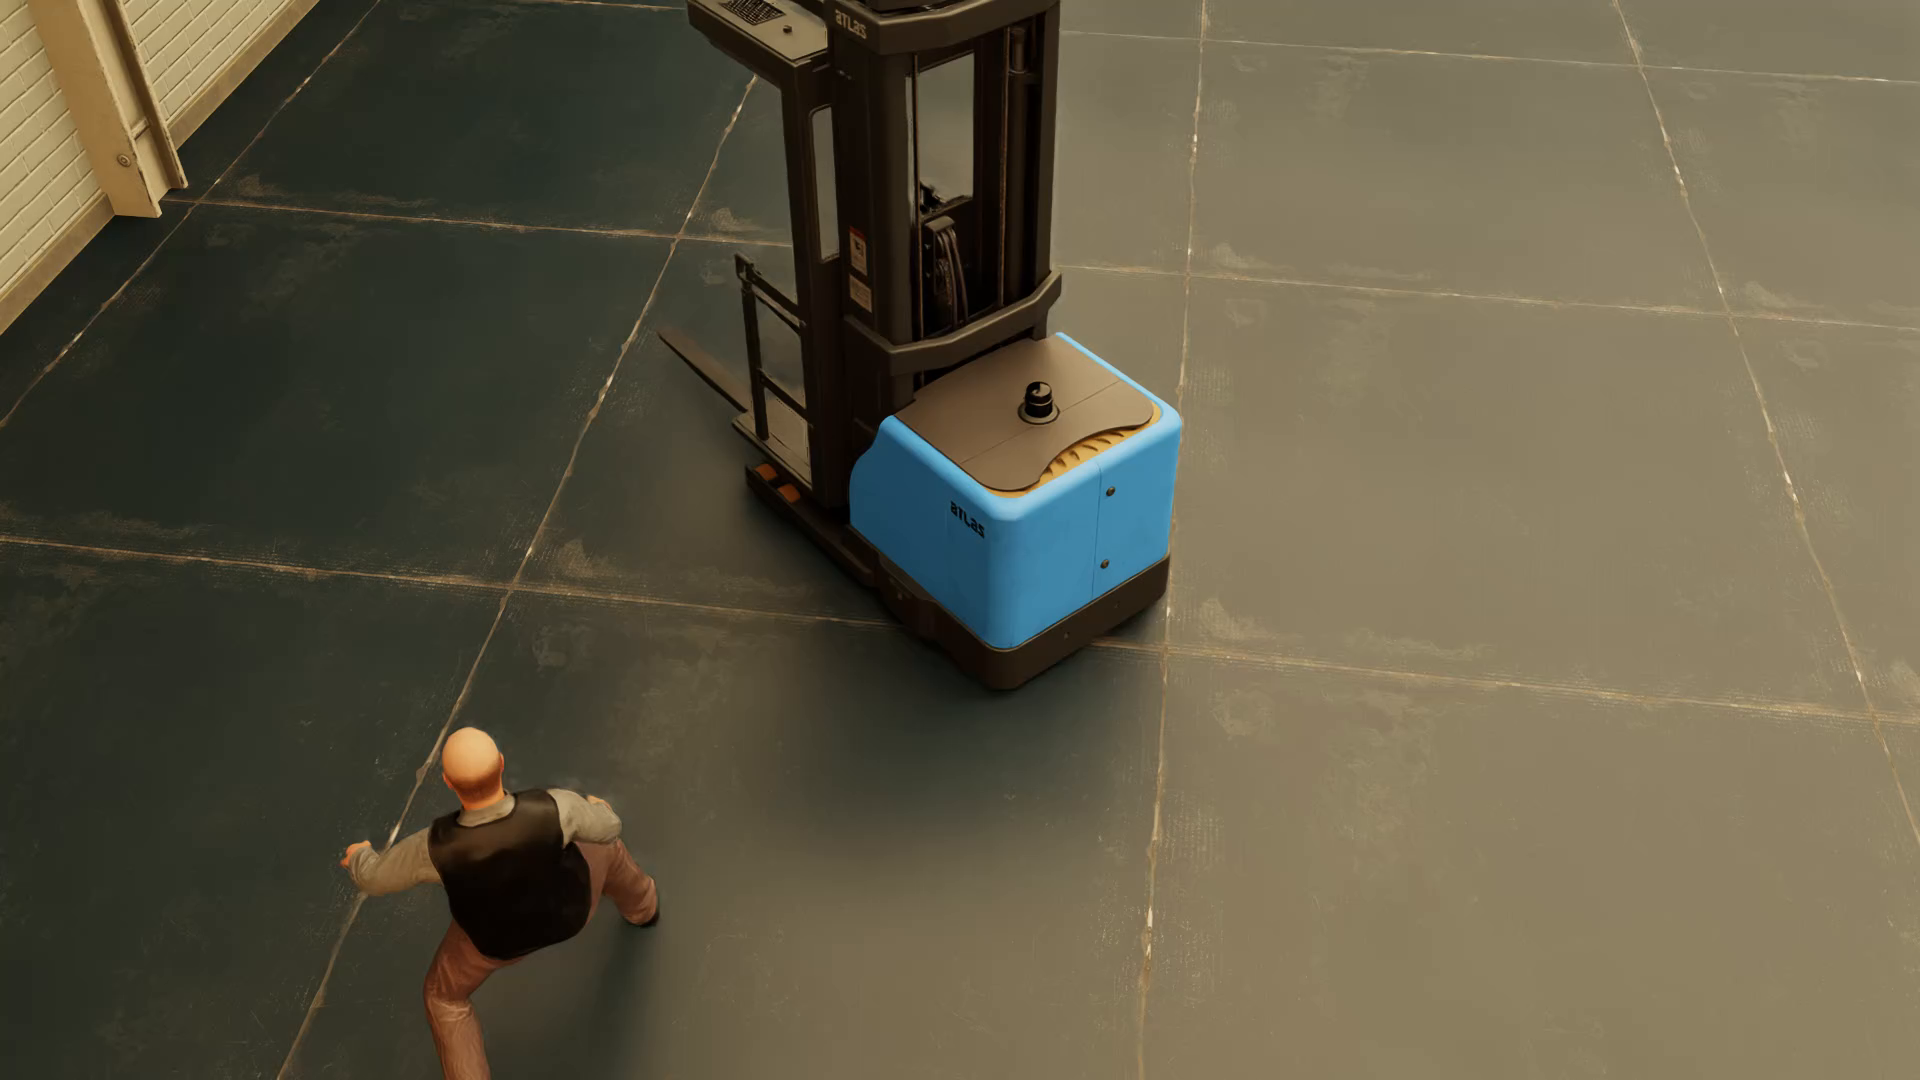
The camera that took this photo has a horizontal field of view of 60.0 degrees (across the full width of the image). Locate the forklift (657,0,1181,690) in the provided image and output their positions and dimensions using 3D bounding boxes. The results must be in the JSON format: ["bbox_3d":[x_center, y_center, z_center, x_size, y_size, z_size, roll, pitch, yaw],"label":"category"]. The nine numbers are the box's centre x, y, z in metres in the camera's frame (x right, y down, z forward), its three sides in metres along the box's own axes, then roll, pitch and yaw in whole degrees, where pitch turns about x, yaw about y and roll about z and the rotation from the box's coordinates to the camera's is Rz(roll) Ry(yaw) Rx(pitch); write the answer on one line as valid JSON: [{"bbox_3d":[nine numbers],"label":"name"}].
[{"bbox_3d":[-0.385,-1.375,7.221,1.130,2.935,3.031,-29,50,-28],"label":"forklift"}]

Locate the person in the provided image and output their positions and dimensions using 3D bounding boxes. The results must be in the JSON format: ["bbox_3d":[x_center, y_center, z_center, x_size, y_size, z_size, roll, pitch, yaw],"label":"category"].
[{"bbox_3d":[-1.520,1.134,5.546,0.996,1.576,0.913,-15,45,-16],"label":"person"}]
